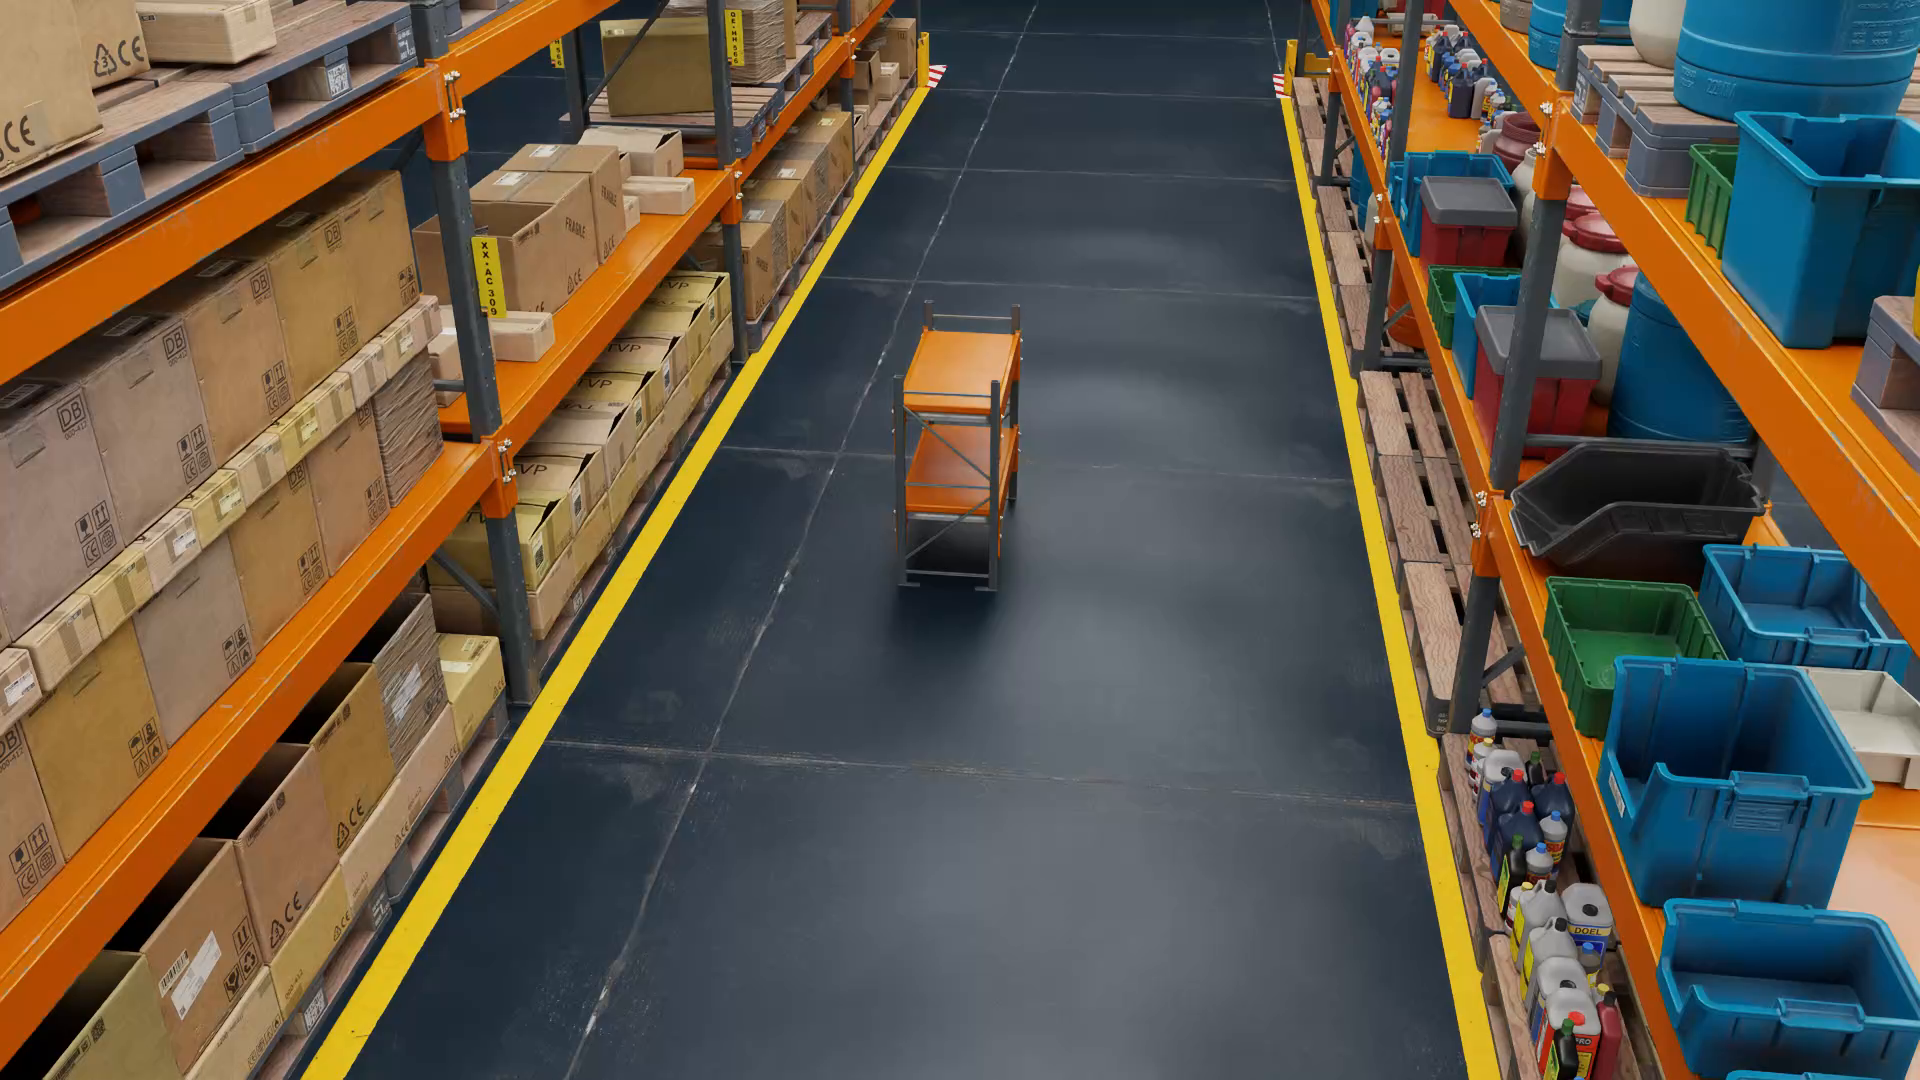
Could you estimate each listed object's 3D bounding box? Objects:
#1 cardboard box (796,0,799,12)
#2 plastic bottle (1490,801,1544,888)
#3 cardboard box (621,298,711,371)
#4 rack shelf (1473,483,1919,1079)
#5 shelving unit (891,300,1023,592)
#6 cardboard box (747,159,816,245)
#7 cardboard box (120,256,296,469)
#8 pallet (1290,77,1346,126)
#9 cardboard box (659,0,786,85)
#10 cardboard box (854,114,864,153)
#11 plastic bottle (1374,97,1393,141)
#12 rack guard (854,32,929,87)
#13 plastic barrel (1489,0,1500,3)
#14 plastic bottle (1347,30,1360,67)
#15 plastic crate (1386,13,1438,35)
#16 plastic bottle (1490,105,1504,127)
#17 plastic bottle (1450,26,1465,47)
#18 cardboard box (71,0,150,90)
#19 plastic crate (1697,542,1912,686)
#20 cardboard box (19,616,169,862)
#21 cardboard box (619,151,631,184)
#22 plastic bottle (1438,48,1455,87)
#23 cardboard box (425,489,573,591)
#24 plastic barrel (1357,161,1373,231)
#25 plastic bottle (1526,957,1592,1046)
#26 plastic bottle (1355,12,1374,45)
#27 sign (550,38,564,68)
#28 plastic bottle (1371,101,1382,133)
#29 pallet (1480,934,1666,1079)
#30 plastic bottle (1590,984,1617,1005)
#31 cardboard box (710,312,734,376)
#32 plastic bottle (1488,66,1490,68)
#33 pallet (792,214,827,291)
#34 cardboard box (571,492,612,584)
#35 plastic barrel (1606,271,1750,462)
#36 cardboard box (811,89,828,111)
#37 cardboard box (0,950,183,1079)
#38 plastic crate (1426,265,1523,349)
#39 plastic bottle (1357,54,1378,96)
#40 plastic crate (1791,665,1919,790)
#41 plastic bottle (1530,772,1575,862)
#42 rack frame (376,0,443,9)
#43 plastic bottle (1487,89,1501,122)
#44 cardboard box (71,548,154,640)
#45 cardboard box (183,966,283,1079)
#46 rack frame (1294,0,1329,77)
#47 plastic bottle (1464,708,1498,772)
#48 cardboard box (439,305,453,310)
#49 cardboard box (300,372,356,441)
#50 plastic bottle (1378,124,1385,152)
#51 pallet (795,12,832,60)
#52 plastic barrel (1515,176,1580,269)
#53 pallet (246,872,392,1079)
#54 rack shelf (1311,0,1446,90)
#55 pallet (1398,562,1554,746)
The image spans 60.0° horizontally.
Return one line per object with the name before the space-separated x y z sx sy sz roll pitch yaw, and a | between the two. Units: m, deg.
cardboard box | -1.600 -4.697 14.201 0.500 0.500 0.500 4 29 7
plastic bottle | 1.994 1.069 5.932 0.144 0.351 0.185 2 28 4
cardboard box | -1.774 -1.236 9.746 0.500 0.311 0.500 3 28 5
rack shelf | 2.283 0.910 4.656 1.077 0.370 4.000 3 28 6
shelving unit | 0.001 -0.498 8.489 0.538 1.125 1.048 3 28 6
cardboard box | -1.374 -2.540 12.473 0.500 0.500 0.500 2 28 4
cardboard box | -2.558 -0.570 5.172 0.700 0.500 0.500 3 28 6
pallet | 3.859 -4.383 16.663 1.003 0.211 1.213 3 28 6
cardboard box | -1.630 -3.472 11.483 0.700 0.500 0.500 9 30 16
cardboard box | -1.141 -3.598 14.637 0.500 0.311 0.500 3 28 6
plastic bottle | 2.753 -2.734 10.799 0.097 0.271 0.097 0 28 0
rack guard | -0.926 -5.150 17.782 1.175 0.500 0.348 3 28 6
plastic barrel | 2.535 -2.757 7.013 0.600 0.901 0.708 3 28 6
plastic bottle | 3.016 -3.745 12.675 0.097 0.271 0.097 0 28 0
plastic crate | 3.707 -4.235 13.662 0.396 0.136 0.243 3 28 6
plastic bottle | 3.430 -2.633 10.611 0.097 0.271 0.097 0 28 0
plastic bottle | 3.721 -3.640 12.396 0.144 0.351 0.185 3 28 6
cardboard box | -2.714 -1.482 4.477 0.797 0.503 0.637 6 29 12
plastic crate | 2.662 0.254 5.272 0.499 0.251 0.616 3 28 6
cardboard box | -2.681 0.502 4.551 0.700 0.500 0.500 4 29 7
cardboard box | -2.199 -2.071 9.526 0.500 0.311 0.500 3 28 6
plastic bottle | 3.548 -3.442 12.112 0.097 0.271 0.097 0 28 0
cardboard box | -2.089 -0.039 7.524 0.500 0.311 0.500 3 29 6
plastic barrel | 3.338 -2.786 12.529 0.600 0.901 0.708 3 28 6
plastic bottle | 1.903 1.468 5.270 0.152 0.276 0.135 3 28 5
plastic bottle | 3.139 -3.926 12.927 0.144 0.351 0.185 3 28 6
sign | -2.437 -3.022 10.060 0.100 0.325 0.005 3 28 6
plastic bottle | 2.777 -2.795 10.985 0.097 0.201 0.097 0 28 0
pallet | 2.258 1.769 5.243 1.003 0.211 1.213 3 28 6
plastic bottle | 2.029 1.499 5.291 0.097 0.201 0.097 0 28 0
cardboard box | -1.720 -1.233 10.332 0.500 0.250 0.500 4 29 7
plastic bottle | 3.647 -3.164 11.584 0.061 0.283 0.133 3 28 6
pallet | -1.616 -2.215 12.638 1.003 0.211 1.213 3 28 6
cardboard box | -2.028 -0.028 8.095 0.500 0.250 0.500 4 29 7
plastic barrel | 2.876 -0.733 6.419 0.600 0.901 0.708 3 28 6
cardboard box | -1.527 -4.051 15.478 0.500 0.311 0.500 3 28 6
cardboard box | -2.532 1.466 4.532 0.500 0.500 0.500 3 28 6
plastic crate | 2.462 -1.091 7.835 0.450 0.188 0.662 3 28 6
plastic bottle | 2.932 -3.318 11.877 0.152 0.276 0.135 3 28 6
plastic crate | 2.581 0.547 4.850 0.530 0.136 0.437 3 28 6
plastic bottle | 2.161 0.989 6.081 0.144 0.351 0.185 3 28 6
rack frame | -2.387 -3.279 5.348 1.000 3.000 0.127 3 28 6
plastic bottle | 3.547 -2.847 11.008 0.097 0.271 0.097 0 28 0
cardboard box | -2.460 0.137 4.543 0.380 0.149 0.250 3 28 6
cardboard box | -2.472 1.561 5.147 0.500 0.250 0.500 3 28 6
rack frame | 3.999 -5.996 16.718 1.000 3.000 0.127 3 28 6
plastic bottle | 2.054 0.784 6.545 0.097 0.271 0.097 0 28 0
cardboard box | -2.462 -1.003 7.591 0.396 0.266 0.258 3 28 5
cardboard box | -2.301 -0.463 5.658 0.380 0.149 0.250 3 28 6
plastic bottle | 2.717 -2.566 10.560 0.097 0.201 0.097 0 28 0
pallet | -1.613 -3.949 13.120 1.003 0.211 1.213 3 28 6
plastic barrel | 3.053 -1.585 8.412 0.421 0.512 0.421 0 28 0
pallet | -2.673 1.538 5.673 1.003 0.211 1.213 3 28 6
rack shelf | 3.754 -4.738 15.141 1.077 0.370 4.000 3 28 6
pallet | 2.586 0.508 7.585 1.003 0.211 1.213 3 28 6
